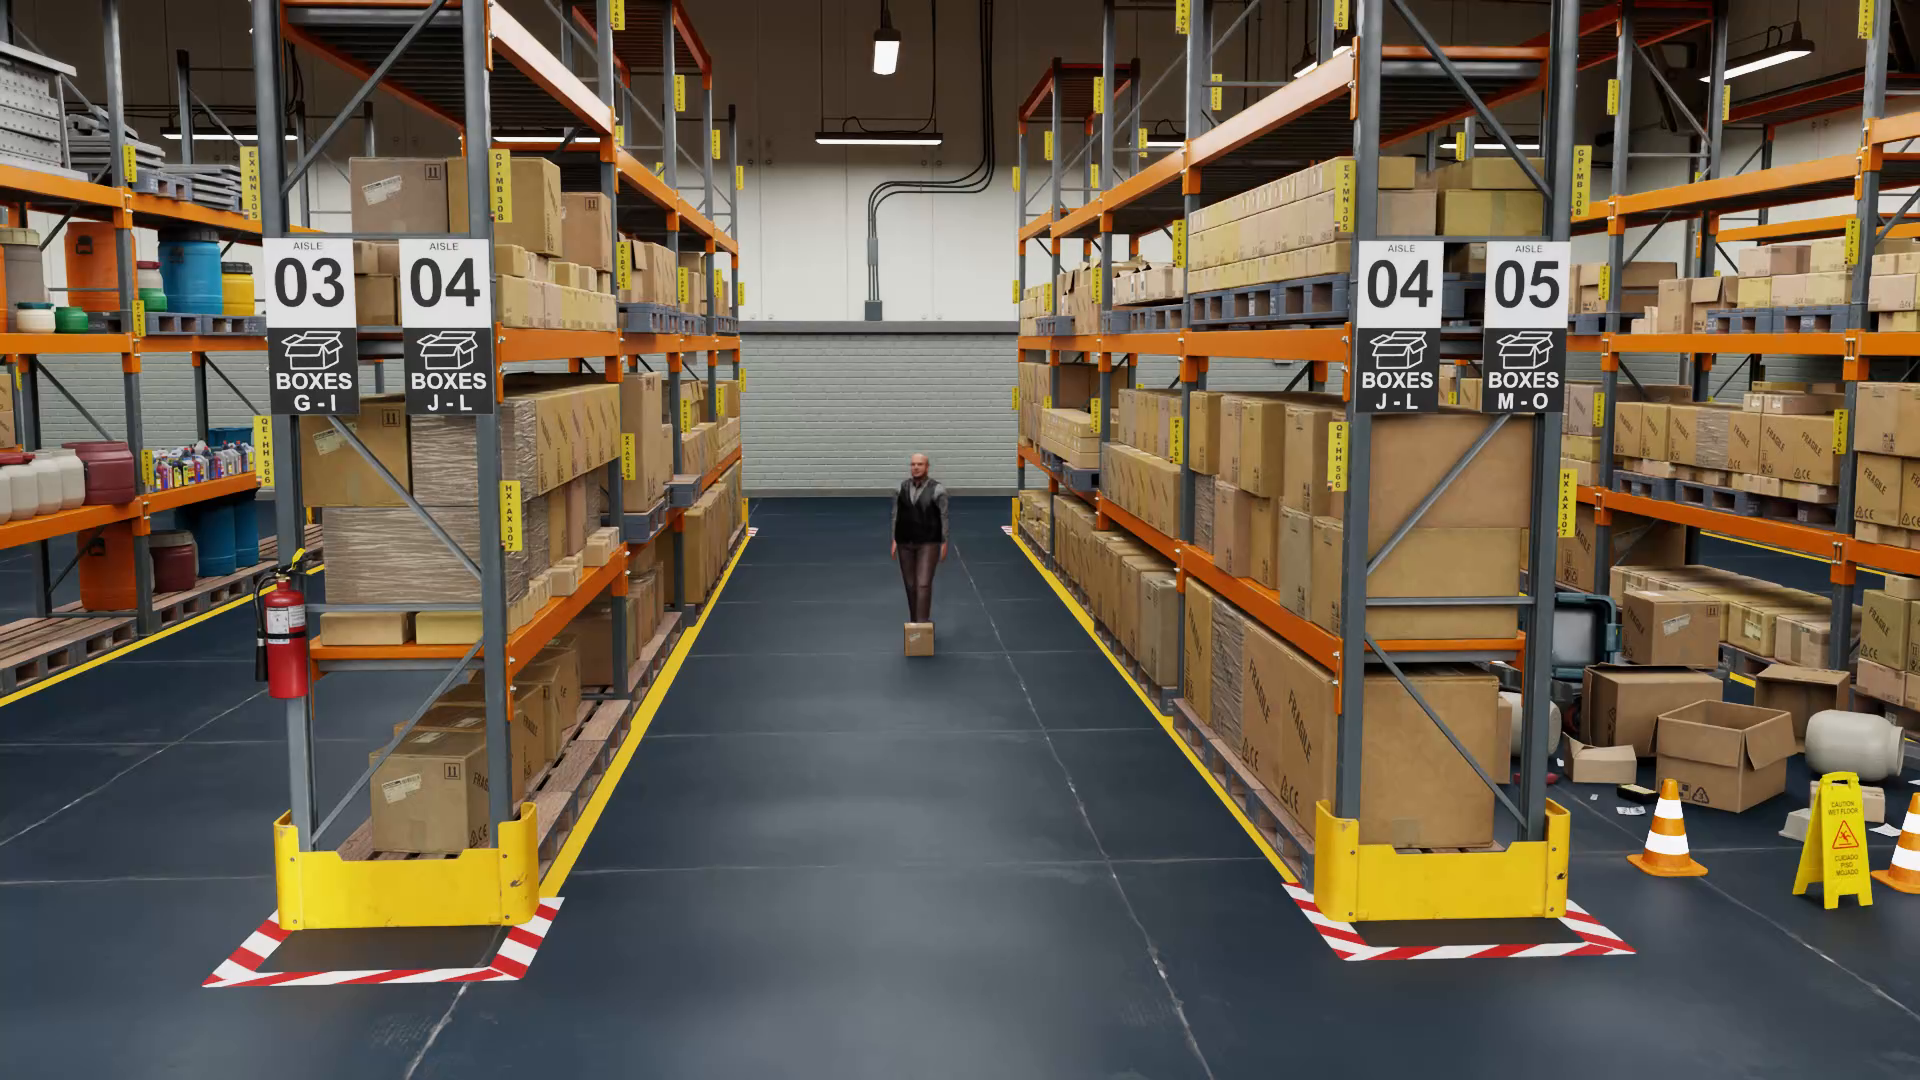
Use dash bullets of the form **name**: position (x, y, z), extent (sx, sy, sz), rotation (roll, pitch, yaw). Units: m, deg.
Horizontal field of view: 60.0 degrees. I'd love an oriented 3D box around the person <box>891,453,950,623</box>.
- **person**: position (-0.423, 0.070, 15.177), extent (0.548, 1.708, 0.764), rotation (2, 7, 20)
